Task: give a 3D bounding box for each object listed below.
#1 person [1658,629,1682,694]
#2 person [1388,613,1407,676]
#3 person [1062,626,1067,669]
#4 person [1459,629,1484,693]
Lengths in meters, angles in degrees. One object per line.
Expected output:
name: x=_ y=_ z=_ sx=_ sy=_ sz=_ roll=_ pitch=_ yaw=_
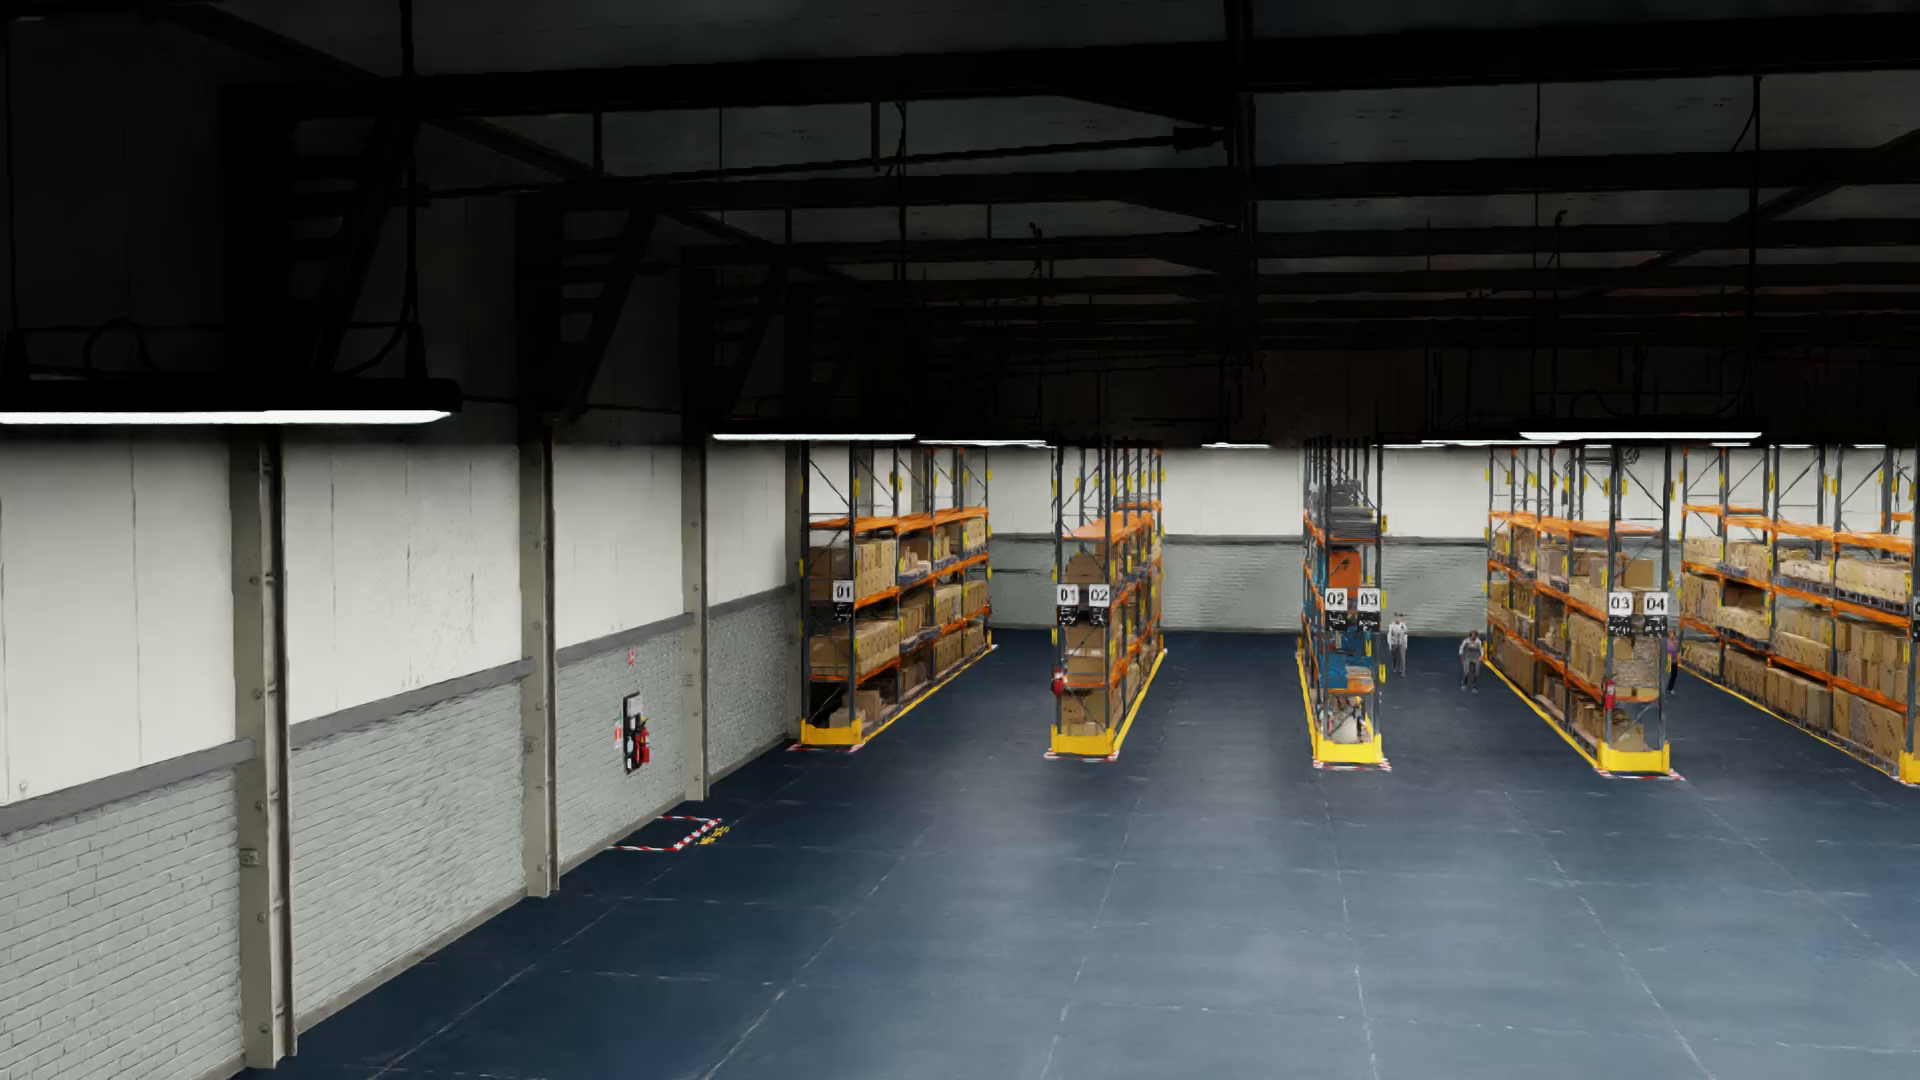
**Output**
person: x=16.644 y=2.848 z=39.030 sx=0.566 sy=1.541 sz=0.519 roll=0 pitch=3 yaw=7
person: x=11.126 y=2.623 z=42.281 sx=0.495 sy=1.589 sz=1.076 roll=1 pitch=3 yaw=13
person: x=2.887 y=2.482 z=43.505 sx=0.503 sy=1.759 sz=0.588 roll=3 pitch=4 yaw=40
person: x=12.048 y=2.840 z=39.189 sx=0.566 sy=1.539 sz=0.519 roll=0 pitch=3 yaw=7
